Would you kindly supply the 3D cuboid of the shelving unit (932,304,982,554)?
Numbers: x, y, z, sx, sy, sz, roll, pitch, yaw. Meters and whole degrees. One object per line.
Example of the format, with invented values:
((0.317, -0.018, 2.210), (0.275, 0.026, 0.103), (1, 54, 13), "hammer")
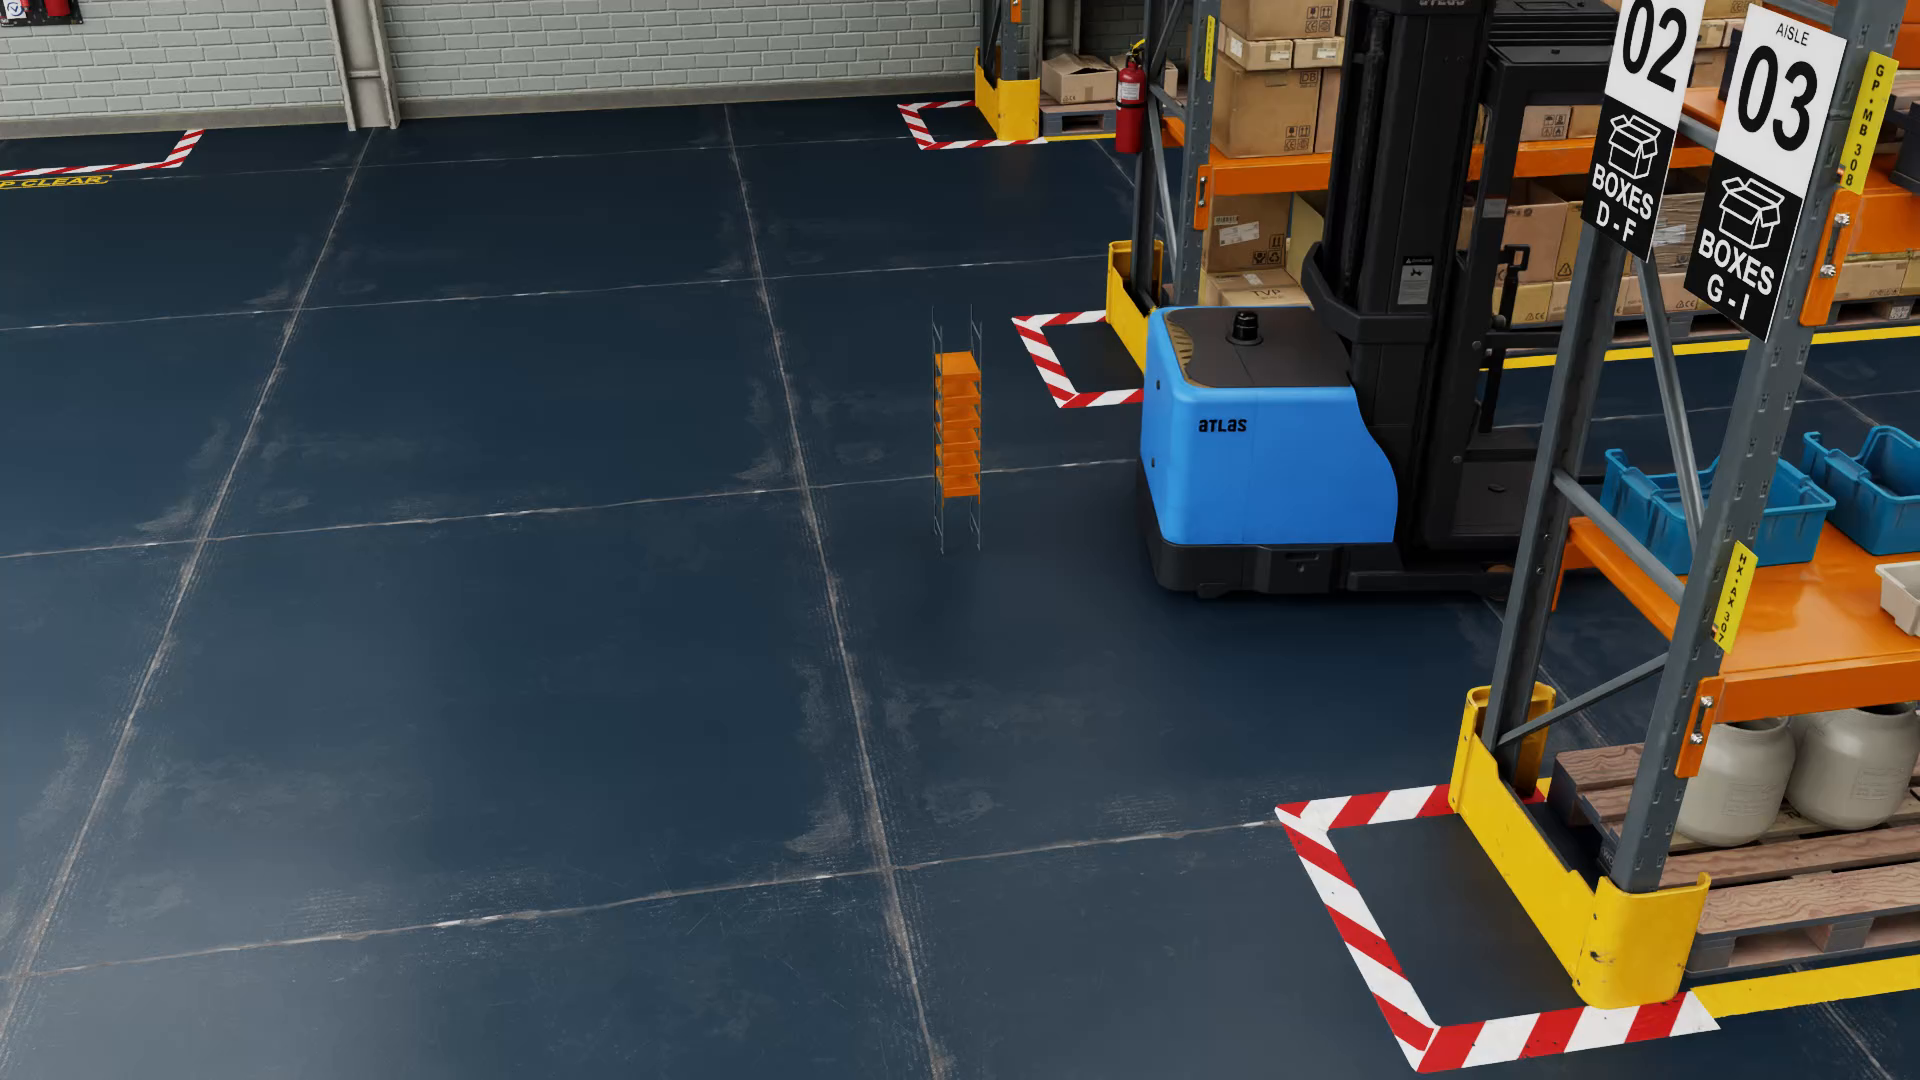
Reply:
((-0.014, -0.516, 7.944), (0.189, 1.200, 0.258), (-5, 31, -9), "shelving unit")

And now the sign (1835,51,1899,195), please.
((2.203, -1.012, 4.044), (0.005, 0.325, 0.100), (-5, 31, -9), "sign")

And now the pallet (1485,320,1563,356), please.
((3.162, -1.459, 10.522), (1.213, 0.211, 1.003), (-5, 31, -9), "pallet")

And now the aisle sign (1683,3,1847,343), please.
((2.090, -0.958, 4.356), (0.004, 0.787, 0.394), (-5, 31, -9), "aisle sign")

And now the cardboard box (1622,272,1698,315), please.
((4.244, -1.629, 10.360), (0.500, 0.250, 0.500), (-5, 31, -9), "cardboard box")

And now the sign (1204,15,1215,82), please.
((1.314, -2.590, 8.764), (0.005, 0.325, 0.100), (-5, 31, -9), "sign")

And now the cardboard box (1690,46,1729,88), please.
((4.202, -2.773, 9.909), (0.500, 0.500, 0.700), (-6, 31, -9), "cardboard box")

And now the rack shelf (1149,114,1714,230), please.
((3.187, -2.333, 9.968), (4.000, 0.370, 1.077), (-5, 31, -9), "rack shelf")

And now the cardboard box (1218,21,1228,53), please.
((1.561, -2.913, 9.506), (0.250, 0.149, 0.380), (-6, 31, -10), "cardboard box")

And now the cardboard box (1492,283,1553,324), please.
((3.263, -1.530, 10.191), (0.500, 0.250, 0.500), (-5, 31, -9), "cardboard box")

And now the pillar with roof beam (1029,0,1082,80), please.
((1.632, -5.865, 9.346), (0.400, 9.000, 9.100), (-5, 31, -9), "pillar with roof beam")

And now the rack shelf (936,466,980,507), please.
((-0.014, -0.271, 8.088), (0.180, 0.103, 0.258), (-5, 31, -9), "rack shelf")

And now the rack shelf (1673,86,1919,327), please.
((4.076, -1.156, 5.007), (4.000, 0.370, 1.077), (-5, 31, -9), "rack shelf")

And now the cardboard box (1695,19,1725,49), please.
((4.167, -2.945, 9.561), (0.250, 0.149, 0.380), (-5, 31, -9), "cardboard box")

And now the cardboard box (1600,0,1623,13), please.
((3.730, -3.292, 9.511), (0.500, 0.500, 0.700), (-5, 31, -9), "cardboard box")

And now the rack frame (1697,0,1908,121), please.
((2.108, -2.576, 3.753), (0.127, 3.000, 1.000), (-5, 31, -9), "rack frame")

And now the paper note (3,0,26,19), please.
((-7.669, -4.309, 13.488), (0.142, 0.148, 0.016), (-5, 31, -9), "paper note")

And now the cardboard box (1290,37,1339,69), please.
((1.904, -2.737, 9.207), (0.250, 0.149, 0.380), (-6, 31, -10), "cardboard box")

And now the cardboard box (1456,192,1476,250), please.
((2.768, -1.816, 9.938), (0.500, 0.500, 0.500), (-5, 31, -9), "cardboard box")

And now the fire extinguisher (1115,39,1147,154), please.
((1.020, -2.648, 9.870), (0.183, 0.674, 0.296), (-5, 31, -9), "fire extinguisher")

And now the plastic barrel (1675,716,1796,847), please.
((2.742, 0.803, 5.965), (0.421, 0.512, 0.421), (0, 30, 0), "plastic barrel")

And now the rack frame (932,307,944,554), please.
((-0.104, -0.508, 7.929), (0.006, 1.200, 0.240), (-5, 31, -9), "rack frame")

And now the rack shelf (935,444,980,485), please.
((-0.014, -0.374, 8.027), (0.180, 0.103, 0.258), (-5, 31, -9), "rack shelf")

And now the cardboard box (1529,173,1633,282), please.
((3.753, -1.906, 10.090), (0.500, 0.500, 0.500), (-5, 31, -9), "cardboard box")

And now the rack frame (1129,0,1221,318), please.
((1.220, -2.460, 9.475), (0.127, 3.000, 1.000), (-5, 31, -9), "rack frame")

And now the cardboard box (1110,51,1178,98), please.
((1.582, -4.031, 14.364), (0.500, 0.311, 0.500), (-3, 31, -5), "cardboard box")

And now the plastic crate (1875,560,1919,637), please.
((3.047, 0.202, 5.207), (0.250, 0.136, 0.298), (-5, 31, -9), "plastic crate")

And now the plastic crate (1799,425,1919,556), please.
((3.187, -0.177, 5.739), (0.408, 0.251, 0.499), (-5, 31, -9), "plastic crate")

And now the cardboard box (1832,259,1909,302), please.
((5.596, -1.734, 10.539), (0.500, 0.250, 0.500), (-6, 31, -10), "cardboard box")

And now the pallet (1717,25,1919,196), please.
((2.940, -1.229, 4.607), (1.213, 0.211, 1.003), (-5, 31, -9), "pallet")

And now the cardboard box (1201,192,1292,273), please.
((1.694, -1.977, 10.211), (0.500, 0.500, 0.500), (-5, 31, -9), "cardboard box")

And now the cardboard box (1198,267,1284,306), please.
((1.694, -1.652, 10.399), (0.500, 0.250, 0.500), (-5, 31, -9), "cardboard box")

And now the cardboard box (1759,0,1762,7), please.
((4.719, -3.384, 9.667), (0.500, 0.500, 0.700), (-5, 31, -9), "cardboard box")

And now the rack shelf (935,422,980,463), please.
((-0.014, -0.478, 7.966), (0.180, 0.103, 0.258), (-5, 31, -9), "rack shelf")

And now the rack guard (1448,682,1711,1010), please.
((2.175, 1.057, 5.959), (0.348, 0.500, 1.175), (-5, 31, -9), "rack guard")

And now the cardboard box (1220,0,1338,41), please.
((1.734, -3.104, 9.190), (0.500, 0.500, 0.700), (-5, 31, -9), "cardboard box")

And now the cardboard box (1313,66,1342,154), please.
((2.197, -2.590, 9.597), (0.500, 0.500, 0.700), (-5, 31, -8), "cardboard box")

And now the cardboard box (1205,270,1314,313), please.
((1.787, -1.394, 9.960), (0.500, 0.250, 0.500), (-5, 31, -9), "cardboard box")

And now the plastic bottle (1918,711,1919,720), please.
((3.836, 0.640, 6.529), (0.097, 0.201, 0.097), (0, 30, 0), "plastic bottle")

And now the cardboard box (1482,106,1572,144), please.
((3.204, -2.682, 9.754), (0.500, 0.500, 0.700), (-4, 31, -7), "cardboard box")

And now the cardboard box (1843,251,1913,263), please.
((5.606, -1.976, 10.397), (0.500, 0.311, 0.500), (-5, 31, -9), "cardboard box")

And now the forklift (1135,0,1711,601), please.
((2.422, -1.249, 7.483), (3.031, 2.935, 1.130), (-1, 30, -1), "forklift")

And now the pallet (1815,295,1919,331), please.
((5.872, -1.710, 10.950), (1.213, 0.211, 1.003), (-5, 31, -9), "pallet")

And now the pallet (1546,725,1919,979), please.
((2.975, 1.110, 6.154), (1.213, 0.211, 1.003), (-5, 31, -9), "pallet")
